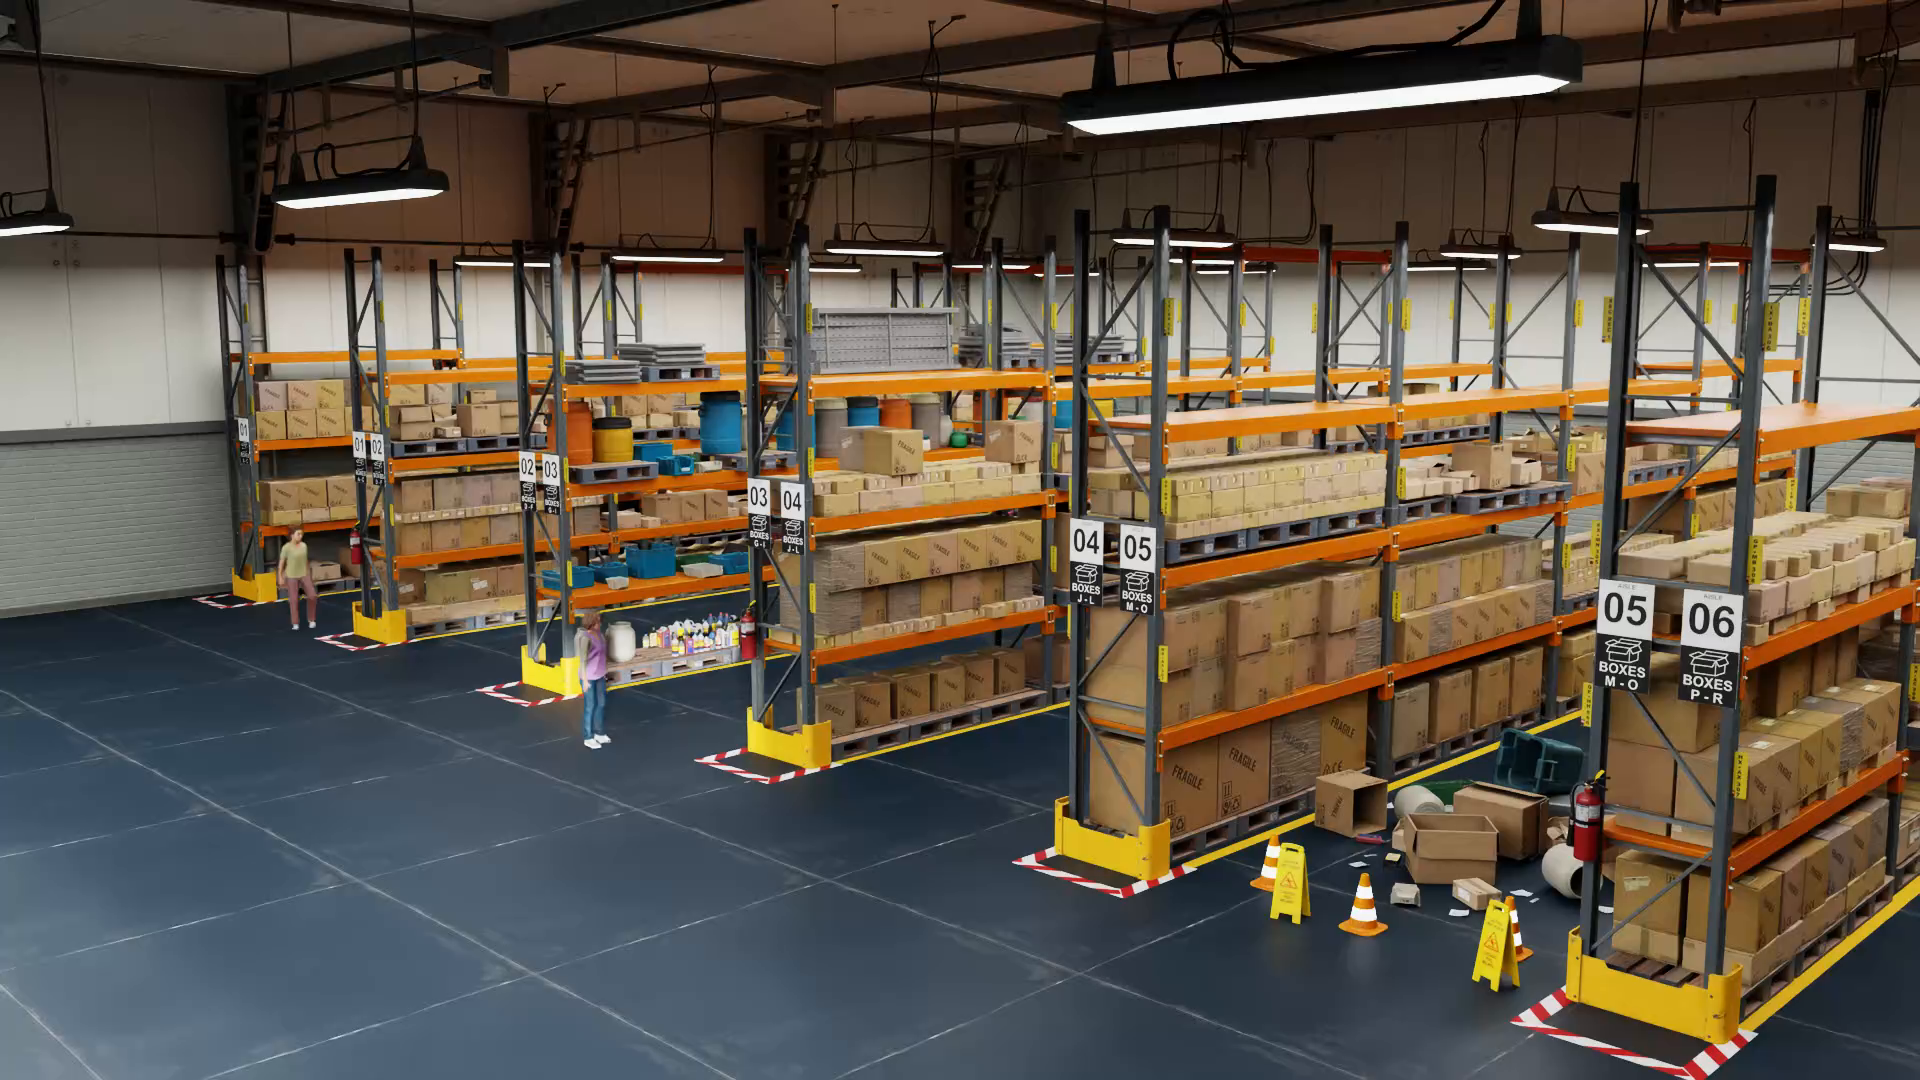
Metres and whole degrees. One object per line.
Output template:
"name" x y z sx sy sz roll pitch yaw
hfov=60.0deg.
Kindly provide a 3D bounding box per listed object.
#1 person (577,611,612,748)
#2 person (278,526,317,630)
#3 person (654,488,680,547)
"person" -4.317 1.655 19.534 0.332 1.658 0.505 2 8 15
"person" -10.588 0.600 26.526 0.578 1.670 0.380 -7 10 -39
"person" -5.788 -0.309 32.613 0.674 1.809 0.451 -2 8 -12
